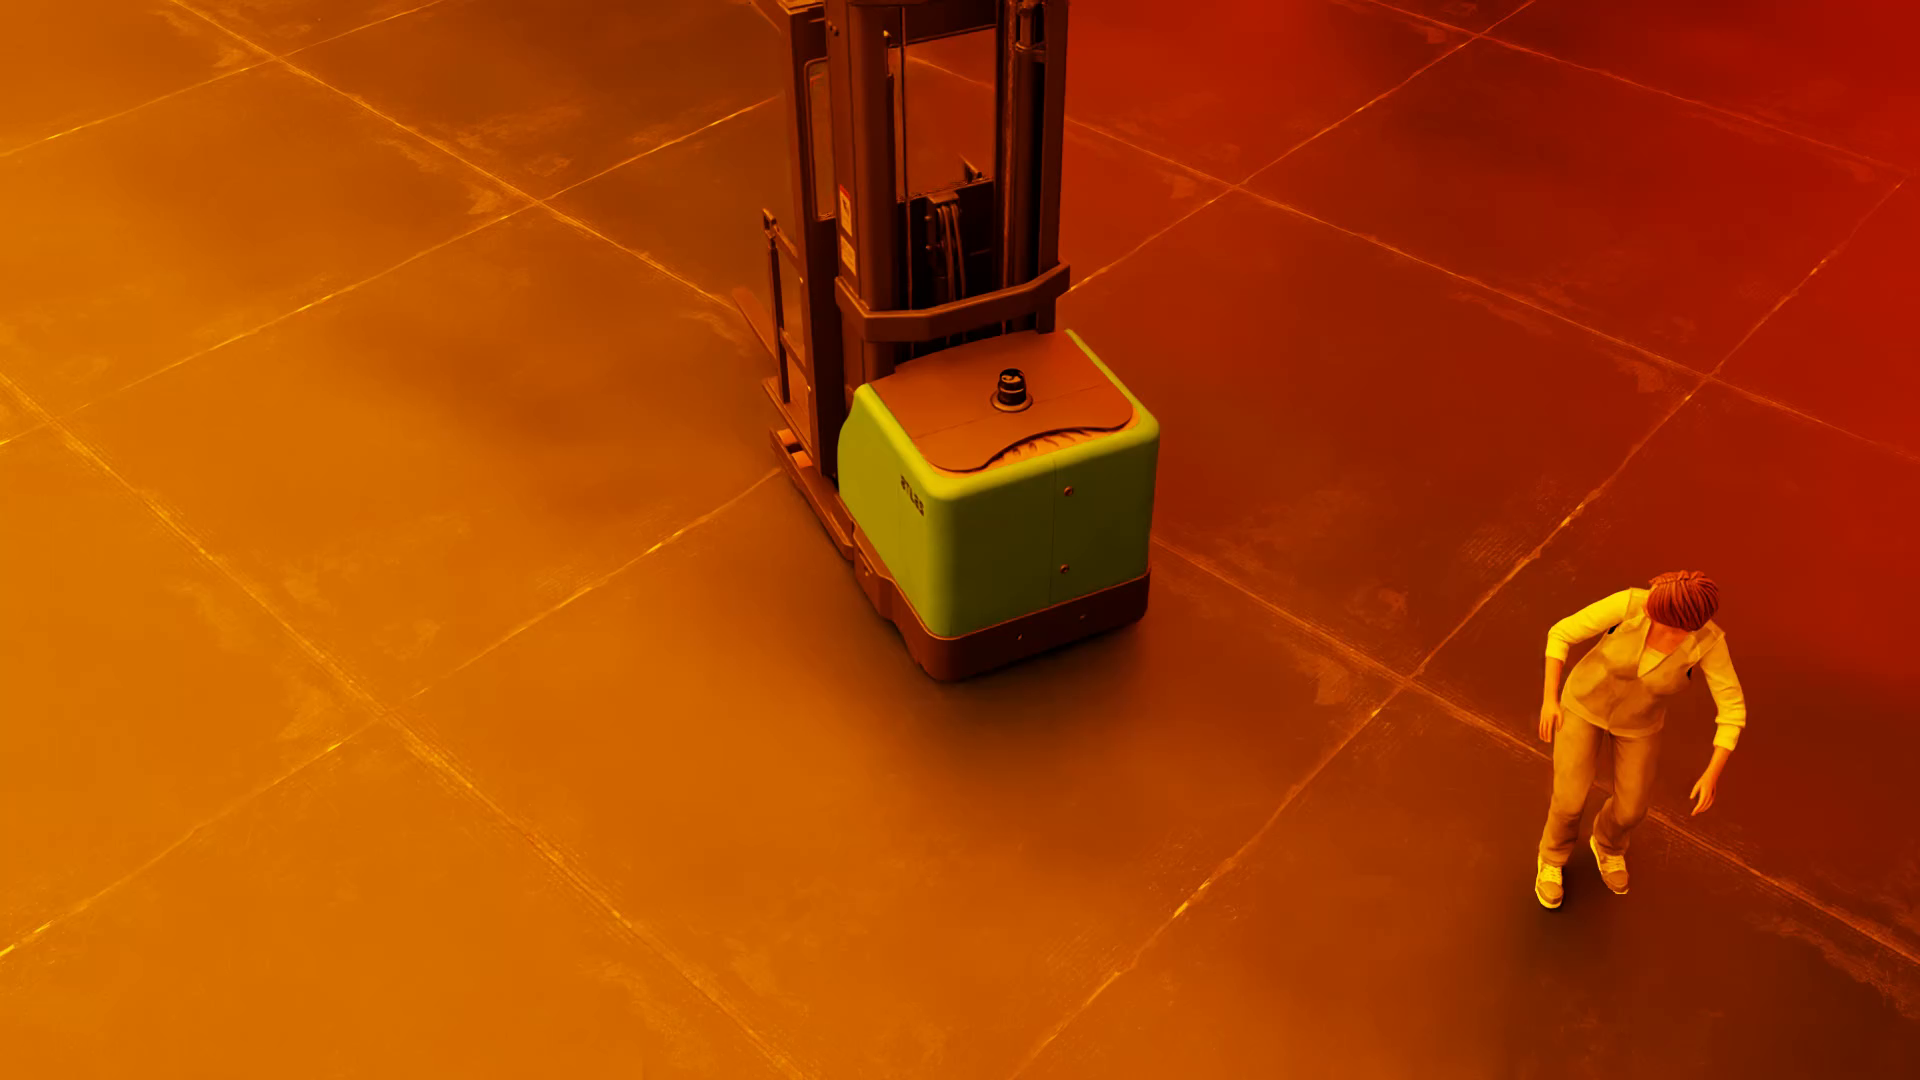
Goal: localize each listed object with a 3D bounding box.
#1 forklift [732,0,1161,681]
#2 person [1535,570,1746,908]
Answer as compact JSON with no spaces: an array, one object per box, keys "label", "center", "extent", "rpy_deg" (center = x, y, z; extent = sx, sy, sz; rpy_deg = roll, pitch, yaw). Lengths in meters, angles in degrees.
[{"label":"forklift","center":[-0.271,-1.486,7.161],"extent":[1.130,2.935,3.031],"rpy_deg":[-17,43,-19]},{"label":"person","center":[2.281,0.698,5.718],"extent":[0.657,1.554,0.570],"rpy_deg":[13,42,15]}]
